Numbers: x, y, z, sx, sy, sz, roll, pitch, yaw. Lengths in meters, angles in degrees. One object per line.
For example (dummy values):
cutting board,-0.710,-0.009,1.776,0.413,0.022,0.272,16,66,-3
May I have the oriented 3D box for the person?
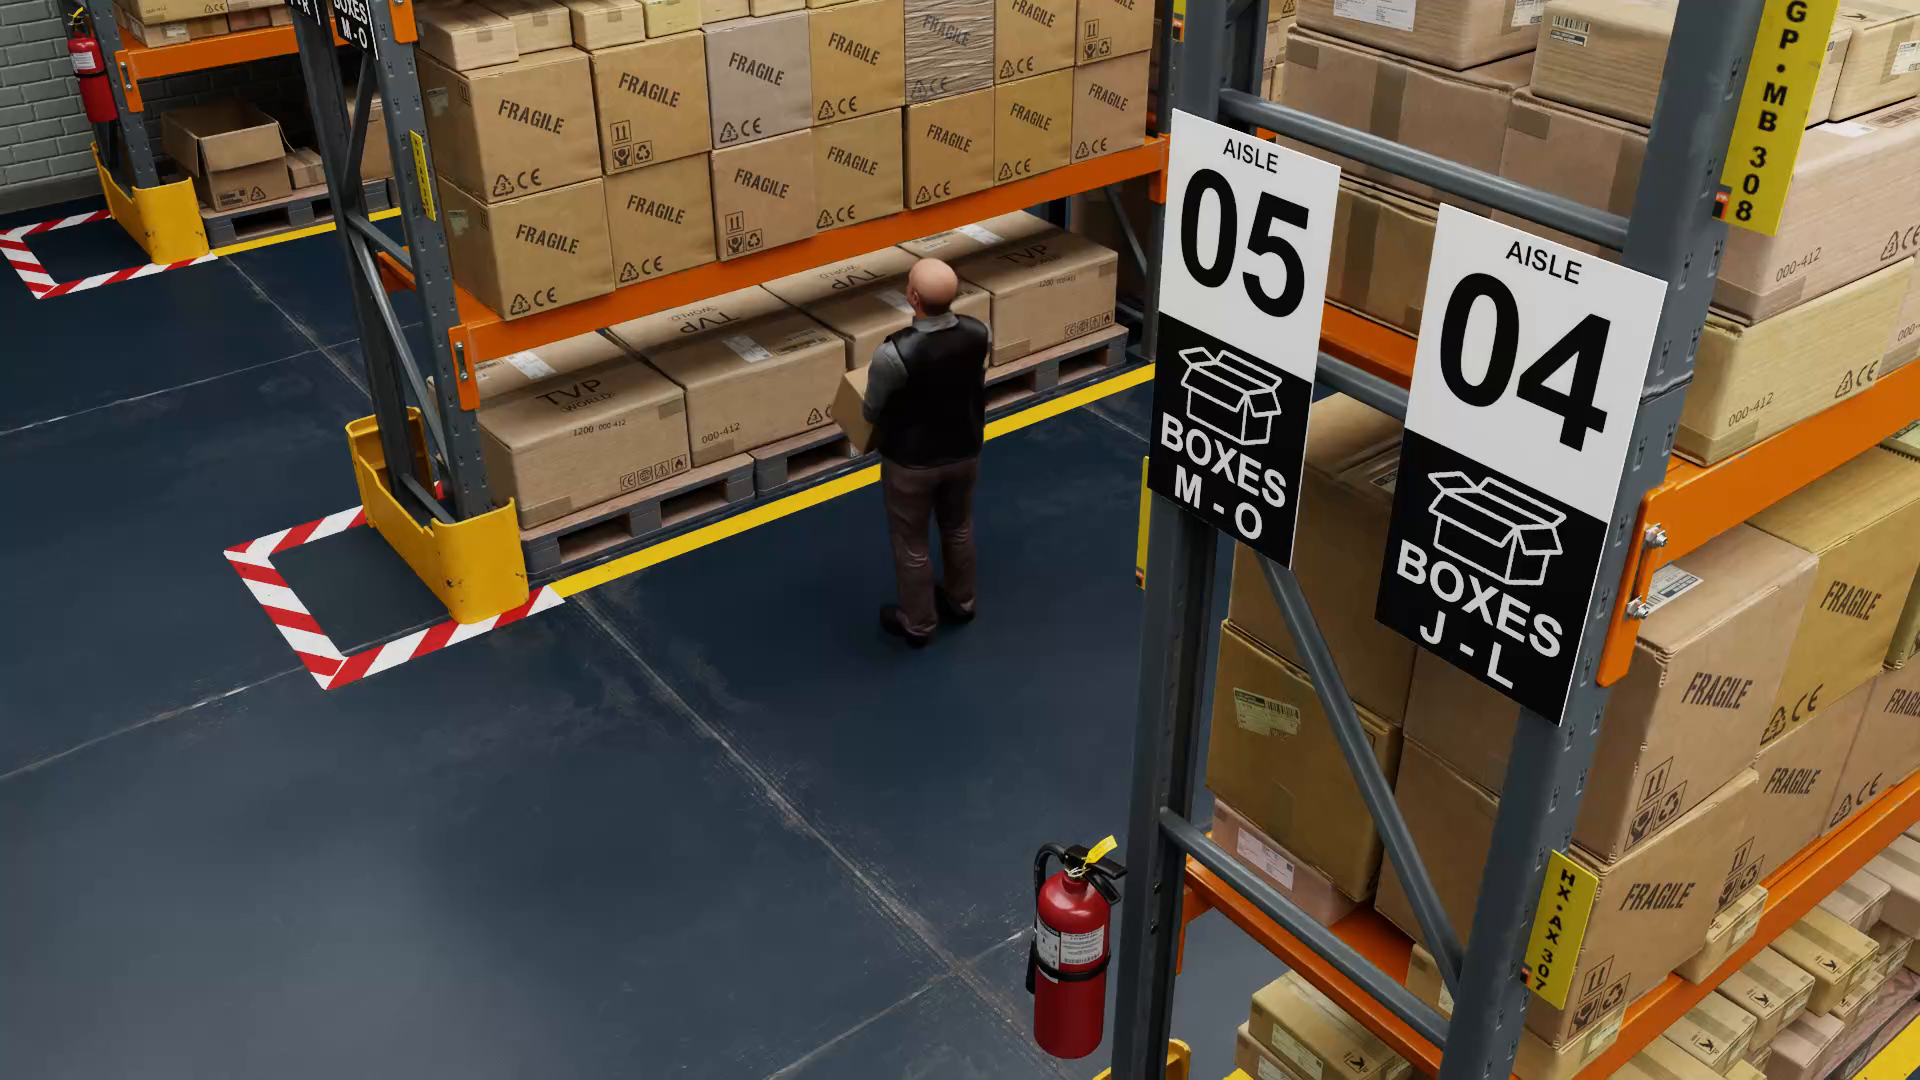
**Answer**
person,-0.160,-0.379,6.764,0.502,1.724,0.539,-16,35,-23
